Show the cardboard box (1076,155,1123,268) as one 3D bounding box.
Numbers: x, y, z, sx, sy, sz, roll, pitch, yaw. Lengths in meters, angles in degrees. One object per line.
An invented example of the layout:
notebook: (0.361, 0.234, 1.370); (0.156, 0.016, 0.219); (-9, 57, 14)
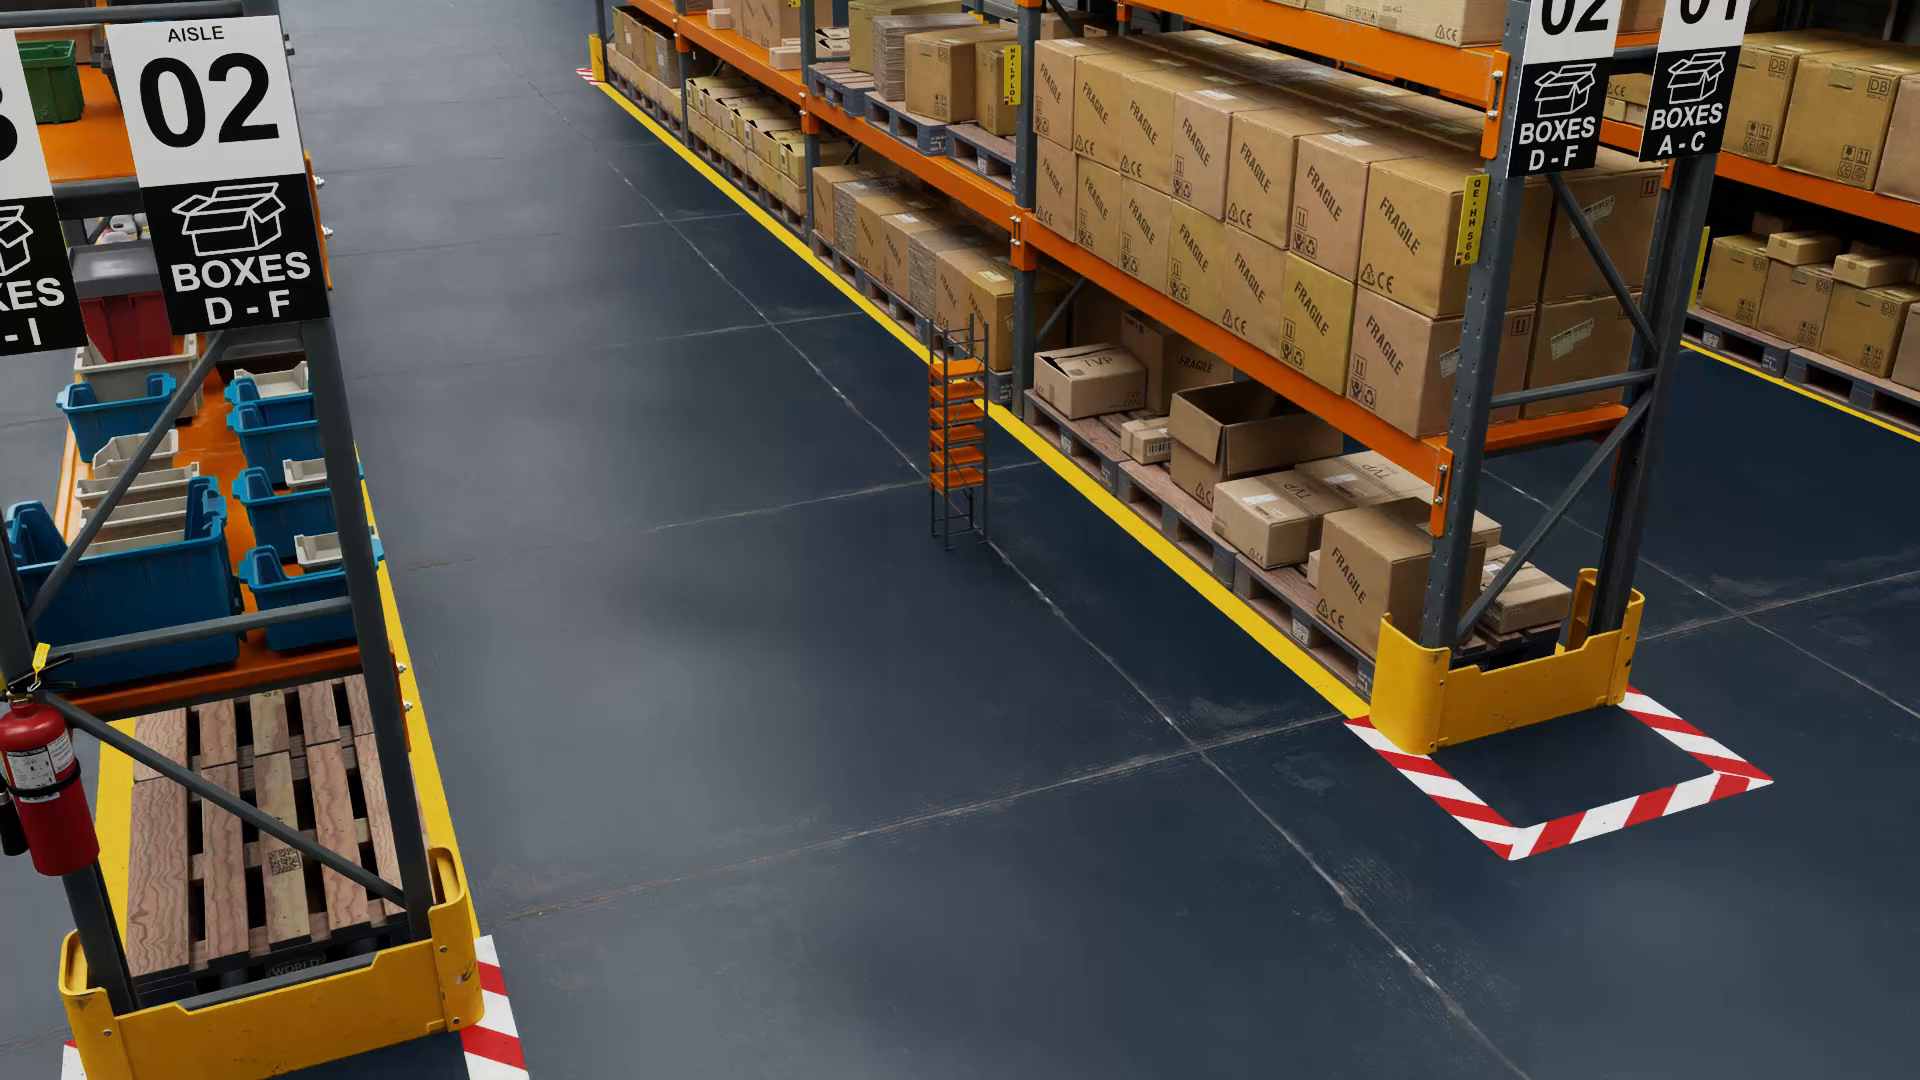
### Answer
cardboard box: (0.958, -1.783, 8.869); (0.500, 0.500, 0.500); (-10, 28, -20)

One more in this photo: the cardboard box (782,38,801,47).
cardboard box: (-1.312, -4.204, 14.228); (0.380, 0.149, 0.250); (-8, 27, -17)

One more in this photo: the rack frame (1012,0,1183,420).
rack frame: (0.806, -2.197, 9.831); (1.000, 3.000, 0.127); (-11, 28, -21)

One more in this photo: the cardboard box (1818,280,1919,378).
cardboard box: (5.954, -1.384, 10.537); (0.700, 0.500, 0.500); (-10, 28, -19)

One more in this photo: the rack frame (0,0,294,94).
rack frame: (-2.187, -2.428, 3.467); (1.000, 3.000, 0.127); (-11, 28, -21)

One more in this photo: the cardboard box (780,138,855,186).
cardboard box: (-1.192, -3.186, 13.873); (0.500, 0.311, 0.500); (-10, 28, -19)

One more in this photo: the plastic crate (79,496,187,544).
plastic crate: (-2.773, -0.059, 5.683); (0.396, 0.136, 0.243); (-11, 28, -21)

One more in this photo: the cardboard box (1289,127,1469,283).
cardboard box: (1.747, -1.413, 6.971); (0.500, 0.500, 0.500); (-10, 28, -19)

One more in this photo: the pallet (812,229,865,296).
pallet: (-0.503, -2.251, 13.119); (1.003, 0.211, 1.213); (-11, 28, -21)

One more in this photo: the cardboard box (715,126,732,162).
cardboard box: (-1.992, -3.759, 15.685); (0.500, 0.250, 0.500); (-11, 28, -22)

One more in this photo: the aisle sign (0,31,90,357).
aisle sign: (-2.428, -0.821, 4.050); (0.394, 0.787, 0.004); (-11, 28, -21)

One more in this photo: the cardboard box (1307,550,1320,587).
cardboard box: (1.857, 0.137, 7.778); (0.380, 0.166, 0.250); (-11, 28, -21)

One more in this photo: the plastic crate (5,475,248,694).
plastic crate: (-2.490, 0.122, 4.973); (0.616, 0.435, 0.499); (-11, 28, -21)

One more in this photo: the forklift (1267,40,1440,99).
forklift: (2.393, -2.719, 10.977); (1.130, 2.935, 3.031); (-7, 27, -13)

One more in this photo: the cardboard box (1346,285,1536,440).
cardboard box: (1.947, -0.761, 6.776); (0.500, 0.500, 0.500); (-10, 28, -19)

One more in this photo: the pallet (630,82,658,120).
pallet: (-3.081, -4.995, 18.740); (1.003, 0.211, 1.213); (-11, 28, -21)

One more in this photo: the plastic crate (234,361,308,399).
plastic crate: (-2.795, -0.604, 6.801); (0.293, 0.136, 0.466); (-11, 28, -21)

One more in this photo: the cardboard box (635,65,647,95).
cardboard box: (-3.302, -5.134, 18.501); (0.500, 0.250, 0.500); (-11, 28, -21)

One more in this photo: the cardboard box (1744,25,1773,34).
cardboard box: (5.414, -3.466, 11.954); (0.500, 0.500, 0.500); (-12, 28, -22)

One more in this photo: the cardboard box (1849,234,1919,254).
cardboard box: (5.999, -1.861, 10.774); (0.380, 0.149, 0.250); (-12, 28, -22)

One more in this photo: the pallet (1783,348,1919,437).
pallet: (6.070, -0.983, 10.522); (1.003, 0.211, 1.213); (-11, 28, -21)

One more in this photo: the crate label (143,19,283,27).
crate label: (-2.251, -1.442, 5.034); (0.408, 0.251, 0.502); (-11, 28, -21)

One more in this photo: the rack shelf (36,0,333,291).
rack shelf: (-2.970, -1.565, 5.937); (1.077, 0.370, 4.000); (-11, 28, -21)

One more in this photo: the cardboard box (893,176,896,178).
cardboard box: (-0.695, -3.027, 14.186); (0.500, 0.250, 0.500); (-11, 28, -21)

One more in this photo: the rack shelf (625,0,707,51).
rack shelf: (-3.110, -5.911, 18.257); (1.077, 0.370, 4.000); (-11, 28, -21)

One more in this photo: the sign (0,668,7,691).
sign: (-2.686, 0.295, 4.540); (0.100, 0.325, 0.005); (-11, 28, -21)

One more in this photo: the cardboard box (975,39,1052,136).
cardboard box: (0.499, -2.927, 10.733); (0.700, 0.500, 0.500); (-6, 27, -12)

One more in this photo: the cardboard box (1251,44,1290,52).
cardboard box: (3.095, -4.805, 16.666); (0.500, 0.250, 0.500); (-11, 28, -21)

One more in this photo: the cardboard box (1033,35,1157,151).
cardboard box: (0.732, -2.453, 9.101); (0.500, 0.500, 0.500); (-10, 28, -19)

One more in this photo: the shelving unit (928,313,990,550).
shelving unit: (-0.006, -0.545, 8.499); (0.258, 1.200, 0.189); (-11, 28, -21)

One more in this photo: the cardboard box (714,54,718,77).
cardboard box: (-2.423, -5.158, 17.696); (0.500, 0.500, 0.500); (-11, 28, -21)

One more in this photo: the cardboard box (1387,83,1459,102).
cardboard box: (3.964, -3.568, 14.610); (0.750, 0.750, 0.750); (-11, 28, -21)

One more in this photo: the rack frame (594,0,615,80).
rack frame: (-3.893, -7.041, 19.753); (1.000, 3.000, 0.127); (-11, 28, -21)

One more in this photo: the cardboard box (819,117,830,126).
cardboard box: (-1.106, -3.696, 14.916); (0.500, 0.311, 0.500); (-11, 28, -22)

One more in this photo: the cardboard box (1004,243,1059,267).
cardboard box: (0.622, -1.722, 11.205); (0.500, 0.500, 0.500); (-10, 28, -20)

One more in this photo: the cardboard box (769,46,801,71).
cardboard box: (-1.367, -4.014, 13.840); (0.380, 0.149, 0.250); (-11, 28, -21)

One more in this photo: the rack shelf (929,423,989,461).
rack shelf: (-0.006, -0.505, 8.518); (0.258, 0.103, 0.180); (-11, 28, -21)

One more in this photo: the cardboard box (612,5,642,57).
cardboard box: (-3.690, -5.875, 19.165); (0.500, 0.500, 0.500); (-11, 28, -21)

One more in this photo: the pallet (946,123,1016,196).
pallet: (0.594, -2.452, 10.572); (1.003, 0.211, 1.213); (-11, 28, -21)

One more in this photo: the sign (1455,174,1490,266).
sign: (1.854, -1.157, 6.021); (0.100, 0.325, 0.005); (-11, 28, -21)

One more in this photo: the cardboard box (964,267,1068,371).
cardboard box: (0.349, -1.421, 10.590); (0.500, 0.500, 0.500); (-11, 28, -21)

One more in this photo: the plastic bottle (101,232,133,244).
plastic bottle: (-4.205, -1.395, 8.330); (0.152, 0.276, 0.135); (-11, 28, -21)

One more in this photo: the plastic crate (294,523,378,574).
plastic crate: (-2.030, 0.059, 5.442); (0.250, 0.136, 0.298); (-11, 28, -21)

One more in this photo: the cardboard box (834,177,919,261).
cardboard box: (-0.635, -2.443, 12.682); (0.500, 0.500, 0.500); (-12, 28, -22)

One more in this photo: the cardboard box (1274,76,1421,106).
cardboard box: (1.839, -1.918, 8.006); (0.500, 0.500, 0.500); (-11, 28, -21)

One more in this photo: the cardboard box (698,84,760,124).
cardboard box: (-2.203, -4.219, 15.988); (0.500, 0.311, 0.500); (-11, 28, -21)

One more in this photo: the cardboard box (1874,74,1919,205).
cardboard box: (6.135, -2.375, 9.853); (0.980, 0.700, 0.700); (-12, 28, -23)

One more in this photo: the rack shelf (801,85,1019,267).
rack shelf: (0.023, -2.681, 11.642); (1.077, 0.370, 4.000); (-11, 28, -21)

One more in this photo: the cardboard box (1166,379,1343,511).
cardboard box: (1.547, -0.515, 8.730); (0.797, 0.503, 0.637); (-11, 28, -21)
